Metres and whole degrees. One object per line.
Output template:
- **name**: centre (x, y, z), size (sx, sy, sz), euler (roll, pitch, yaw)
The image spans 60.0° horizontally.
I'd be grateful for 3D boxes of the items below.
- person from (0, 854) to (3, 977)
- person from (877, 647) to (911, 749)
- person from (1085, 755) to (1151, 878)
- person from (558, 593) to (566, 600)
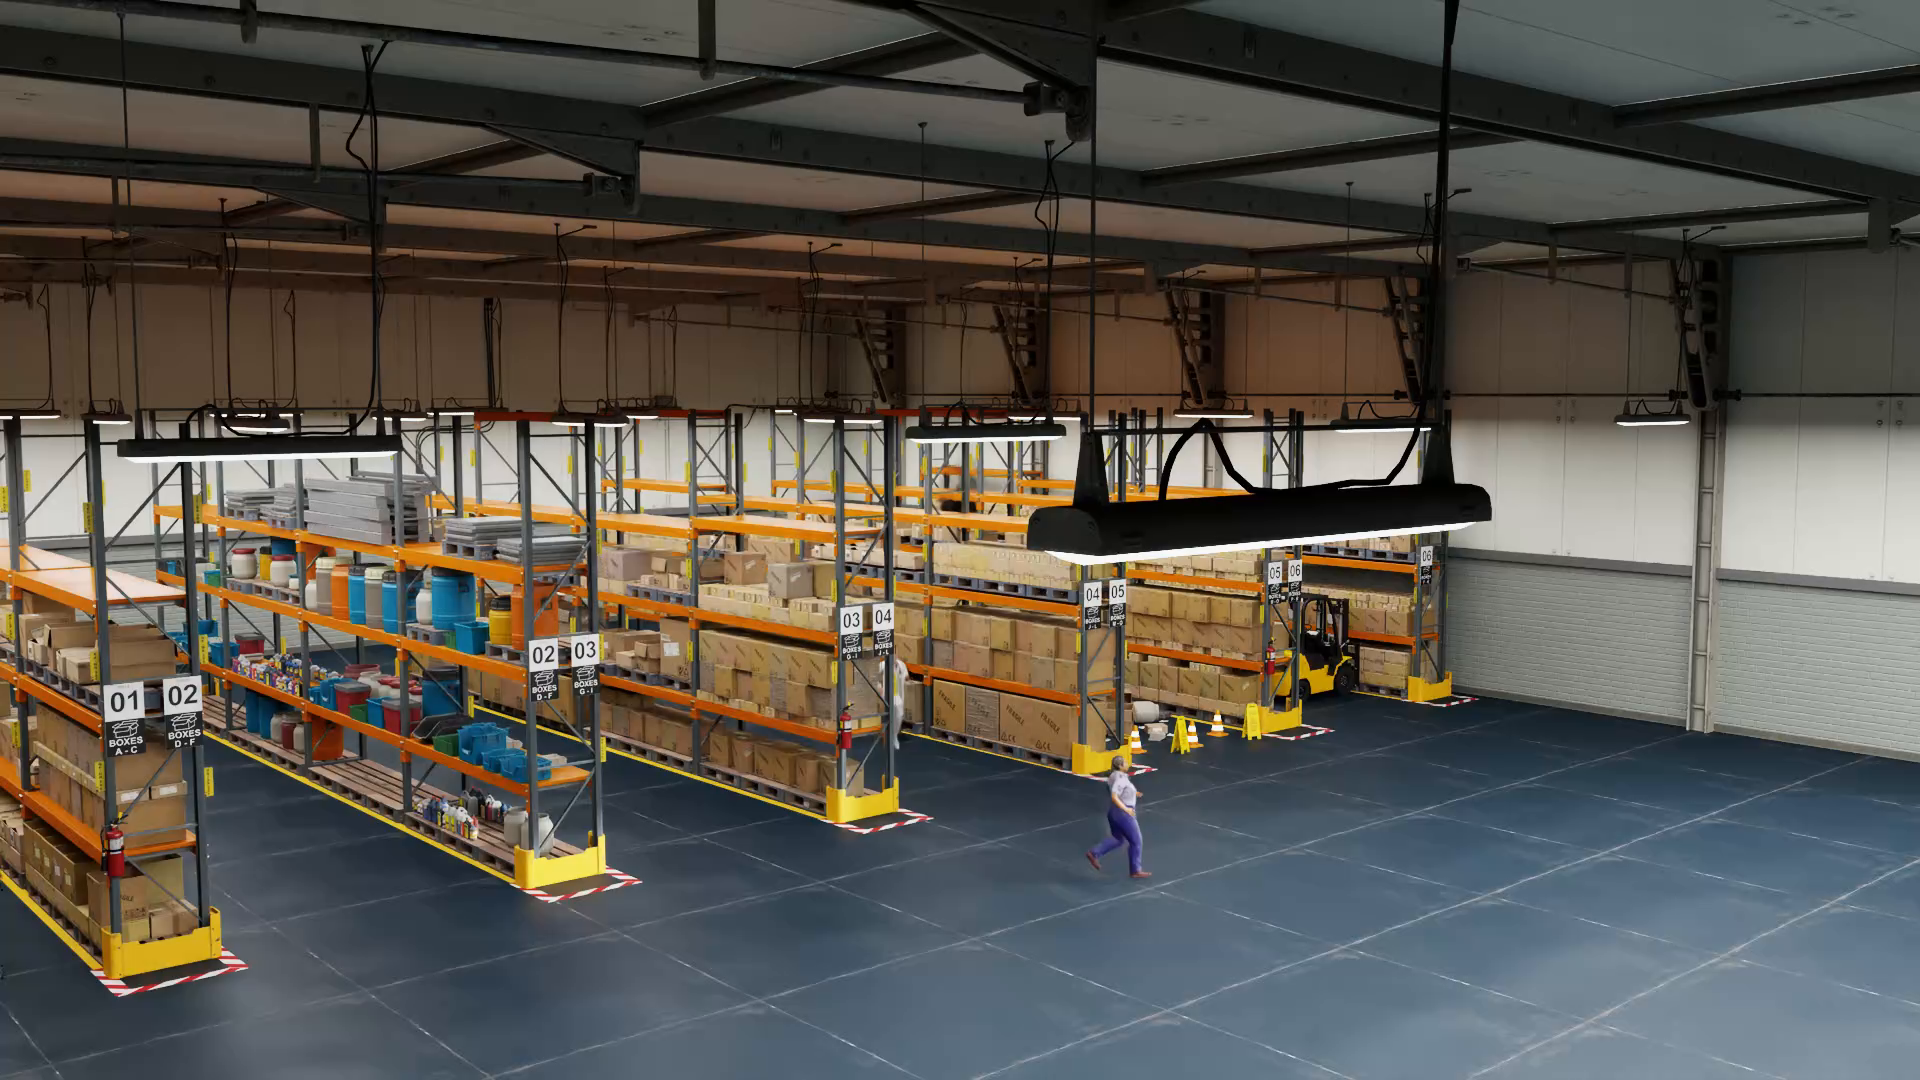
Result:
- **person**: centre (-10.749, 3.880, 18.177), size (0.608, 1.661, 0.904), euler (-5, 7, -43)
- **person**: centre (-1.191, 2.829, 29.885), size (0.809, 1.834, 0.670), euler (4, 7, 40)
- **person**: centre (2.084, 3.610, 21.733), size (0.862, 1.617, 0.619), euler (-1, 5, -11)
- **person**: centre (-9.346, 2.045, 38.762), size (0.761, 1.737, 0.971), euler (-1, 5, -8)
